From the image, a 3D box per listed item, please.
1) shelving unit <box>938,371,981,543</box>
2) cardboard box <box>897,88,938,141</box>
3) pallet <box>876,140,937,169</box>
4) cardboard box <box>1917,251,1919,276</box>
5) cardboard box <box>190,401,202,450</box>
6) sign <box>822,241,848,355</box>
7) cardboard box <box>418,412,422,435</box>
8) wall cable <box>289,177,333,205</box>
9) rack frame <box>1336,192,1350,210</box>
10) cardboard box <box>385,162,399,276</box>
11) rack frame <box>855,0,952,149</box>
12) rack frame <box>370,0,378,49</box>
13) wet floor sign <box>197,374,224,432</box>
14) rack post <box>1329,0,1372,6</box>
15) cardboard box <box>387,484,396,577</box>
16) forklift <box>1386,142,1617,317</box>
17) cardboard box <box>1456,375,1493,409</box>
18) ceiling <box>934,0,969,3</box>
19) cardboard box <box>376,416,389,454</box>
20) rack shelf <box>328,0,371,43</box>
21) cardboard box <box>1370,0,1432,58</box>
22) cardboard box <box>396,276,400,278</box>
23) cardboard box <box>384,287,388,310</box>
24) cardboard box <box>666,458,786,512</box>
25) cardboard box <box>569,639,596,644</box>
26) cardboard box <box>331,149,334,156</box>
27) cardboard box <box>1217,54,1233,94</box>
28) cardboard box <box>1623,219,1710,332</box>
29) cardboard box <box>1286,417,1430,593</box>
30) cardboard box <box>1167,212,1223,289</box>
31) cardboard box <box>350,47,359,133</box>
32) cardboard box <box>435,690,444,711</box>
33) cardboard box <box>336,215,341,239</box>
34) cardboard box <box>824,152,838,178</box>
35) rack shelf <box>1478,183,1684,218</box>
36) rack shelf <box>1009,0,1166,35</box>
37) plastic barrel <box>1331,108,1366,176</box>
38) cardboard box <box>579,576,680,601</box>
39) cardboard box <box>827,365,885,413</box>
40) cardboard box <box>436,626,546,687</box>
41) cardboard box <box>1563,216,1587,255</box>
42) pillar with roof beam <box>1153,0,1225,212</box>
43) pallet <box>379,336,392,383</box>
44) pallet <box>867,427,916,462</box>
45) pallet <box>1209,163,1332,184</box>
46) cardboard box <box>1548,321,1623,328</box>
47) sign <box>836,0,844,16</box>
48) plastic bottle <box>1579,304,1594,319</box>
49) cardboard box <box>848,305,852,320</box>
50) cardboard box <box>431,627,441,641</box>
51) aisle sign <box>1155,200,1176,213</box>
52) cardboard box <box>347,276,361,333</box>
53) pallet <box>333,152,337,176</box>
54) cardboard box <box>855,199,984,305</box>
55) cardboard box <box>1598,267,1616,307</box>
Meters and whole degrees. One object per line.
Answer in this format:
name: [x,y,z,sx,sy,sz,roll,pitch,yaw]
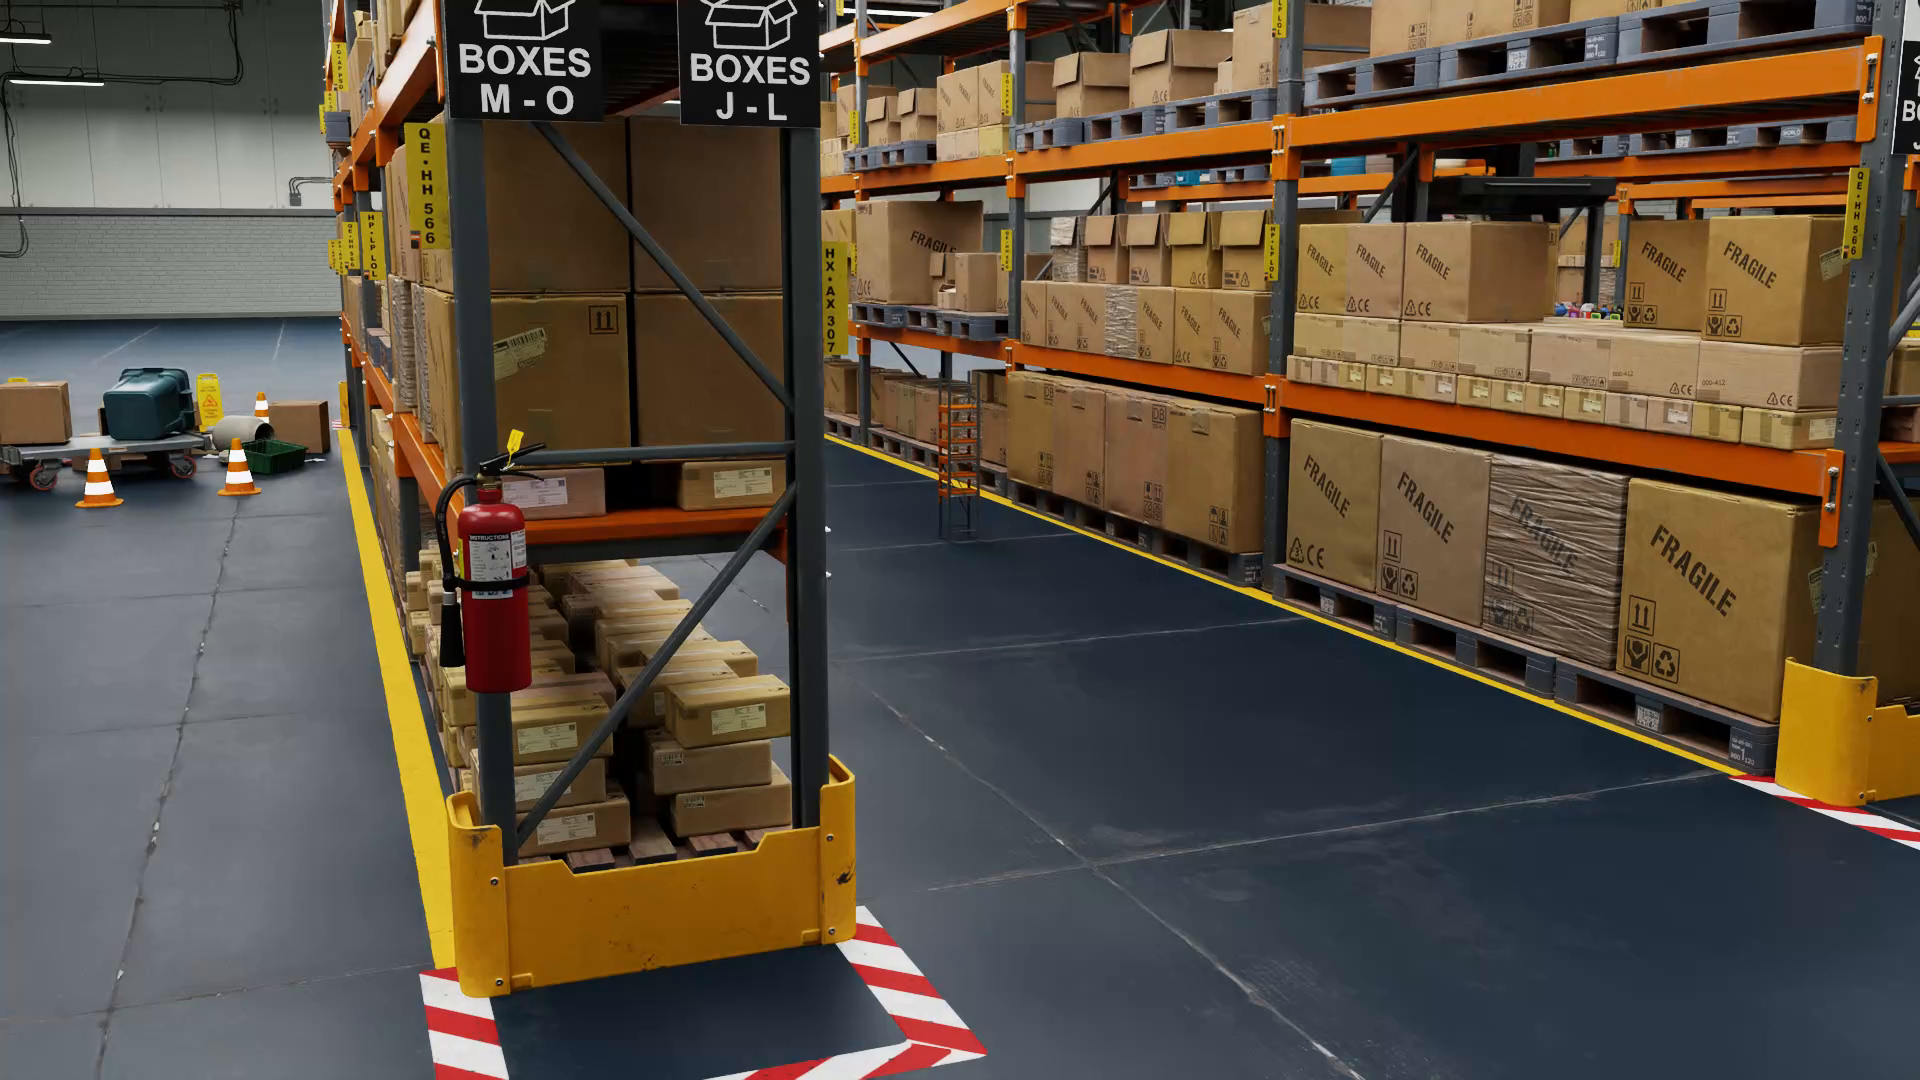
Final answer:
shelving unit: [-0.005,-0.593,11.828,0.258,1.200,0.189,-4,11,-21]
cardboard box: [-0.147,-3.992,15.740,0.797,0.503,0.637,-3,11,-19]
pallet: [-0.065,-3.602,15.578,1.213,0.211,1.003,-4,11,-21]
cardboard box: [13.307,-3.833,23.132,0.500,0.500,0.500,-4,11,-22]
cardboard box: [-8.258,-1.163,17.024,0.637,0.503,0.797,5,11,28]
sign: [-0.373,-0.698,4.809,0.100,0.325,0.005,-4,11,-21]
cardboard box: [-2.099,-0.532,7.064,0.380,0.149,0.250,-4,11,-20]
wall cable: [-18.319,-12.722,48.032,2.305,6.003,0.169,-4,11,-21]
rack frame: [4.049,-2.809,19.146,1.000,3.000,0.127,-4,11,-21]
cardboard box: [-2.392,-1.489,7.738,0.500,0.500,0.500,-4,11,-20]
rack frame: [-0.568,-5.448,16.854,1.000,3.000,0.127,-4,11,-21]
rack frame: [-2.328,-3.844,7.836,1.000,3.000,0.127,-4,11,-21]
wet floor sign: [-8.533,-1.569,18.899,0.267,0.644,0.232,-6,12,-31]
rack post: [4.842,-5.545,16.827,1.013,1.000,3.121,-4,11,-21]
cardboard box: [-3.017,-0.055,9.603,0.500,0.500,0.500,-4,11,-22]
forklift: [3.447,-1.283,10.765,1.130,2.935,3.031,-2,10,-10]
cardboard box: [2.695,-0.741,8.240,0.380,0.149,0.250,-4,11,-23]
ceiling: [3.095,-15.256,46.295,6.000,0.001,6.000,-4,11,-21]
cardboard box: [-3.570,-0.678,10.964,0.500,0.250,0.500,-4,11,-22]
rack shelf: [-4.502,-4.272,13.440,1.077,0.370,4.000,-4,11,-21]
cardboard box: [2.671,-2.847,9.024,0.700,0.500,0.500,-5,11,-24]
cardboard box: [-2.198,-0.909,7.330,0.500,0.500,0.500,-4,11,-21]
cardboard box: [-3.590,-1.594,10.984,0.380,0.149,0.250,-4,11,-23]
cardboard box: [-0.691,-0.188,5.127,0.380,0.149,0.250,-4,11,-21]
cardboard box: [-1.449,0.456,6.884,0.380,0.149,0.250,-3,11,-18]
cardboard box: [-6.851,-4.382,18.657,0.380,0.149,0.250,-4,11,-20]
cardboard box: [2.018,-3.013,10.785,0.500,0.311,0.500,-4,11,-23]
cardboard box: [3.484,-1.239,7.758,0.500,0.500,0.500,-4,11,-22]
cardboard box: [2.496,-0.237,9.553,0.875,0.875,0.875,-4,11,-21]
cardboard box: [1.854,-1.948,11.159,0.797,0.503,0.637,-4,11,-20]
cardboard box: [-3.631,-2.878,10.685,0.500,0.500,0.500,-4,11,-21]
cardboard box: [-1.988,0.595,6.949,0.380,0.149,0.250,-4,11,-22]
cardboard box: [-6.217,-3.208,17.877,0.875,0.550,0.550,-4,11,-21]
cardboard box: [-1.156,-4.041,17.938,0.500,0.250,0.500,-4,11,-19]
rack shelf: [7.942,-4.572,22.546,1.077,0.370,4.000,-4,11,-21]
rack shelf: [1.607,-3.918,11.446,1.077,0.370,4.000,-4,11,-21]
plastic barrel: [4.435,-4.463,18.450,0.600,0.901,0.708,-4,11,-21]
cardboard box: [-1.416,0.263,7.118,0.380,0.149,0.250,-4,11,-23]
cardboard box: [-1.188,-1.728,19.007,0.500,0.500,0.500,-5,11,-26]
cardboard box: [-1.740,0.431,6.177,0.380,0.149,0.250,-3,11,-19]
cardboard box: [8.316,-3.965,21.656,0.700,0.500,0.500,-4,11,-21]
pillar with roof beam: [2.358,-9.650,40.474,9.100,9.000,0.548,-4,11,-21]
pallet: [-3.022,-1.128,10.247,1.003,0.211,1.213,-4,11,-21]
pallet: [-0.284,-0.995,16.909,1.003,0.211,1.213,-4,11,-21]
pallet: [3.696,-4.304,19.527,1.213,0.211,1.003,-4,11,-21]
cardboard box: [3.291,-0.955,8.305,0.500,0.250,0.500,-4,11,-22]
sign: [-1.493,-6.671,20.608,0.100,0.325,0.005,-4,11,-21]
plastic bottle: [5.521,-1.928,14.550,0.152,0.276,0.135,-4,11,-21]
cardboard box: [-1.001,-2.429,17.726,0.380,0.149,0.250,-4,11,-21]
cardboard box: [-1.993,0.448,6.927,0.380,0.149,0.250,-4,11,-21]
aisle sign: [2.850,-4.772,22.761,0.394,0.787,0.004,-4,11,-21]
cardboard box: [-5.287,-2.143,15.115,0.500,0.500,0.500,-4,11,-20]
pallet: [-6.398,-4.162,18.441,1.003,0.211,1.213,-4,11,-21]
cardboard box: [-0.410,-2.858,16.511,1.000,1.000,1.000,-4,11,-21]
cardboard box: [8.500,-3.244,21.306,0.700,0.500,0.500,-4,11,-22]
